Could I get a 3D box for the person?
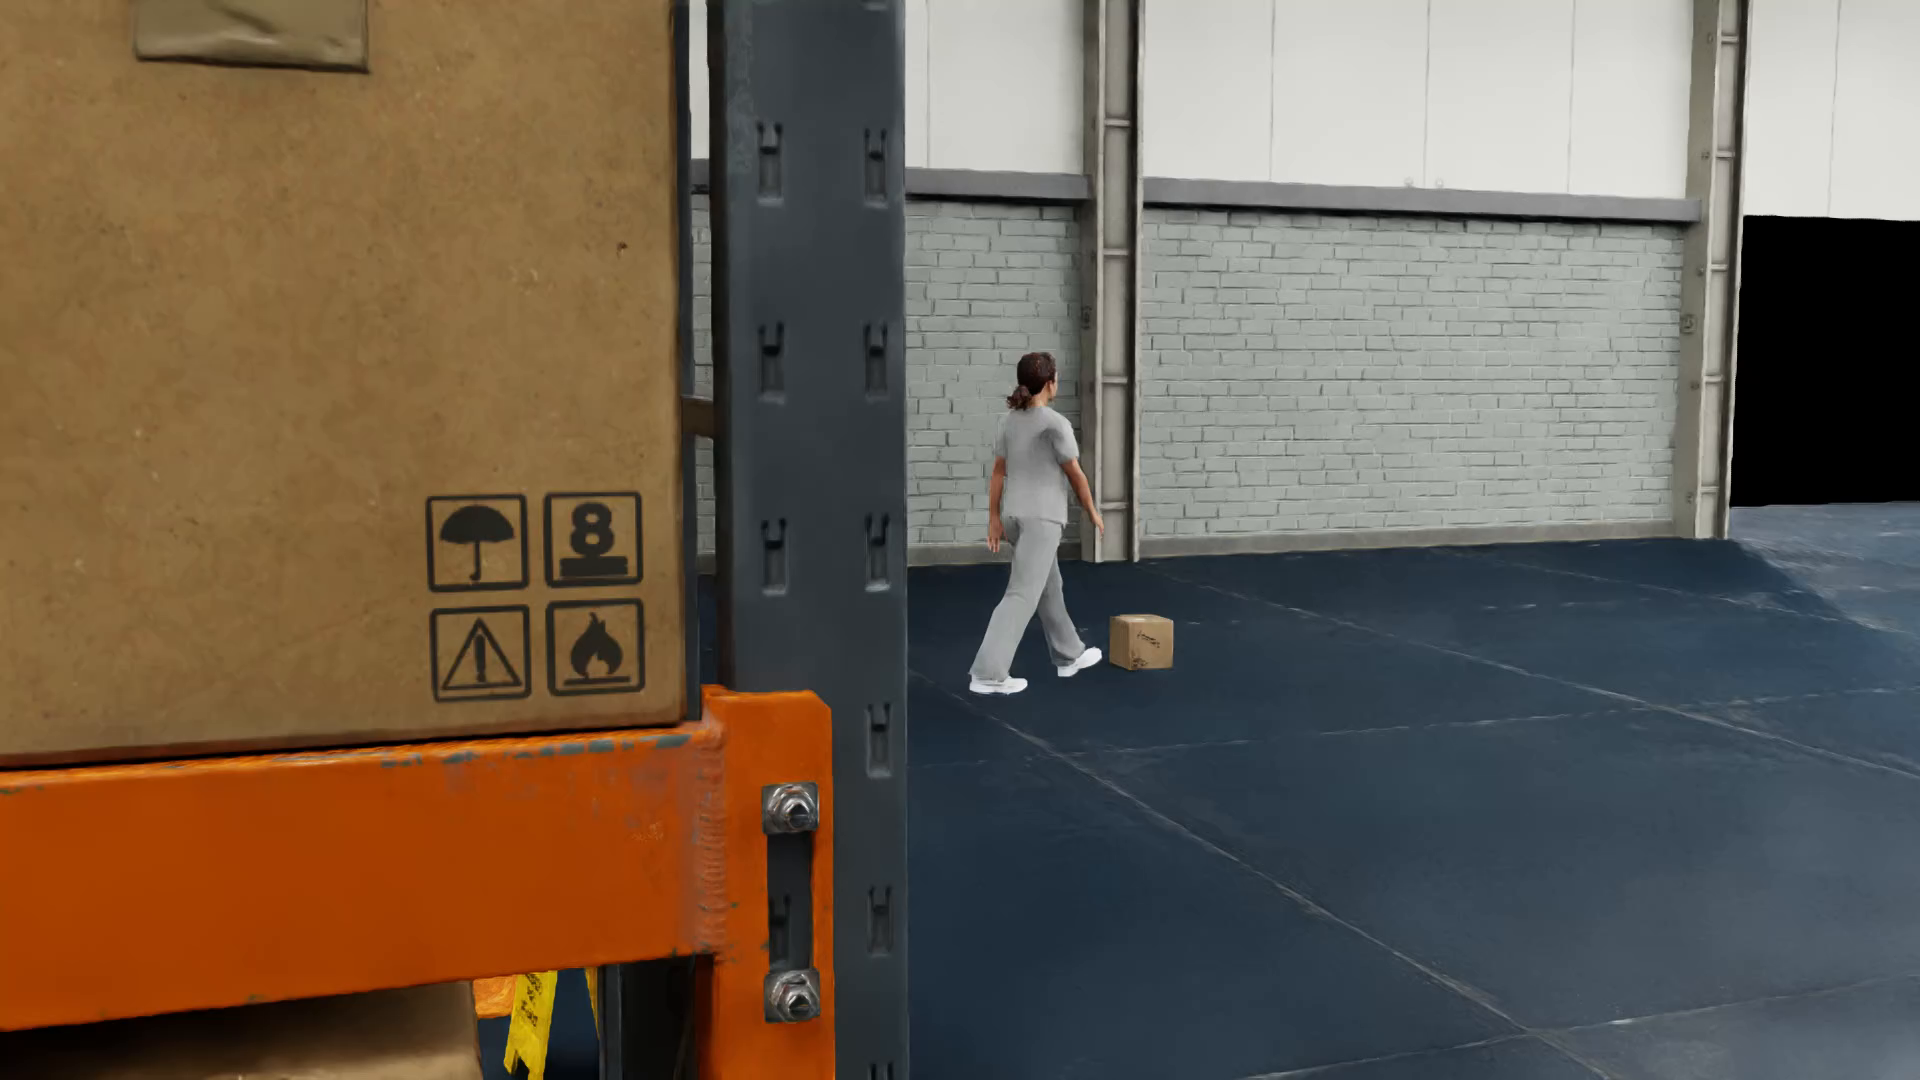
[{"bbox_3d":[0.405,-0.096,7.999,1.018,1.609,0.474,-5,8,-40],"label":"person"}]
